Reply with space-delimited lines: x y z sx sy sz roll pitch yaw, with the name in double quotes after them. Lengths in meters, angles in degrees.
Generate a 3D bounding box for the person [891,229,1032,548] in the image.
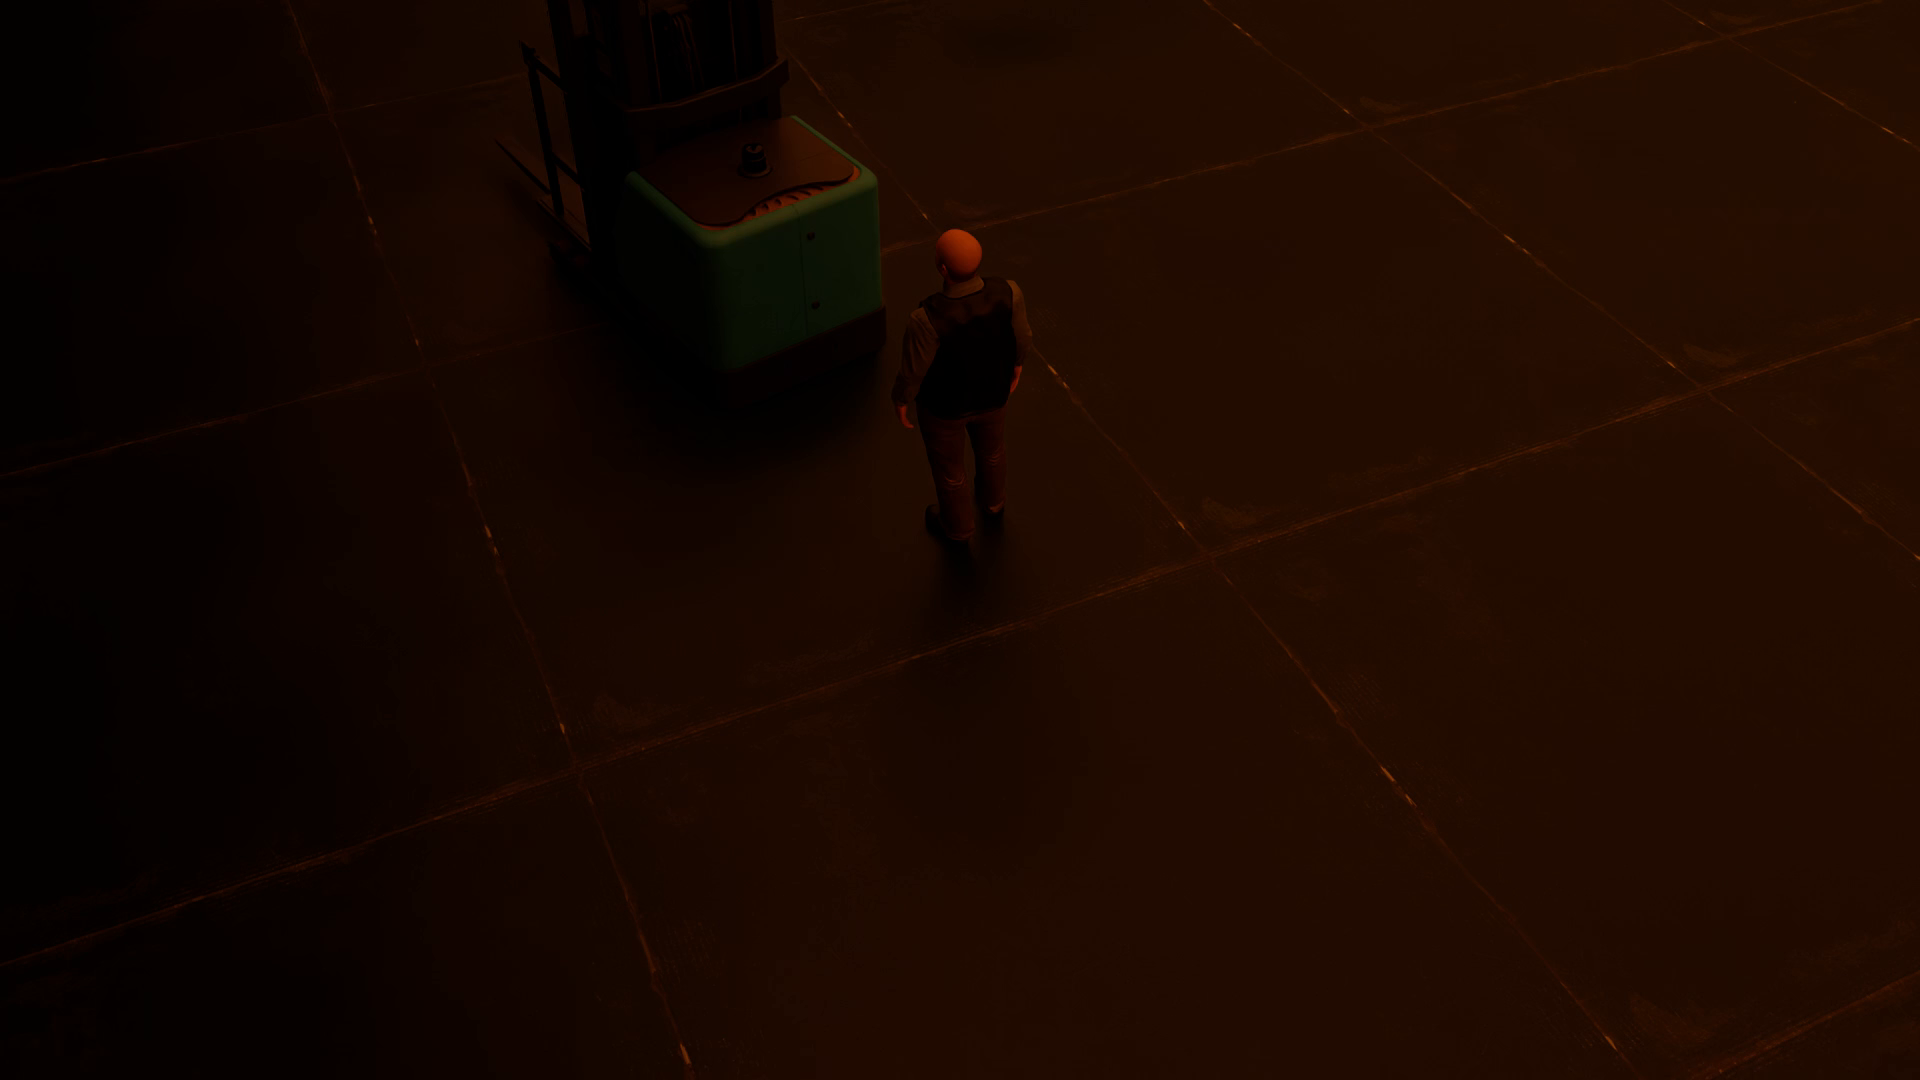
-0.020 -0.676 7.280 0.634 1.722 0.566 -18 46 -18 "person"

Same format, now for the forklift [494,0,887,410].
-1.673 -2.689 8.561 1.130 2.935 3.031 -27 49 -26 "forklift"
